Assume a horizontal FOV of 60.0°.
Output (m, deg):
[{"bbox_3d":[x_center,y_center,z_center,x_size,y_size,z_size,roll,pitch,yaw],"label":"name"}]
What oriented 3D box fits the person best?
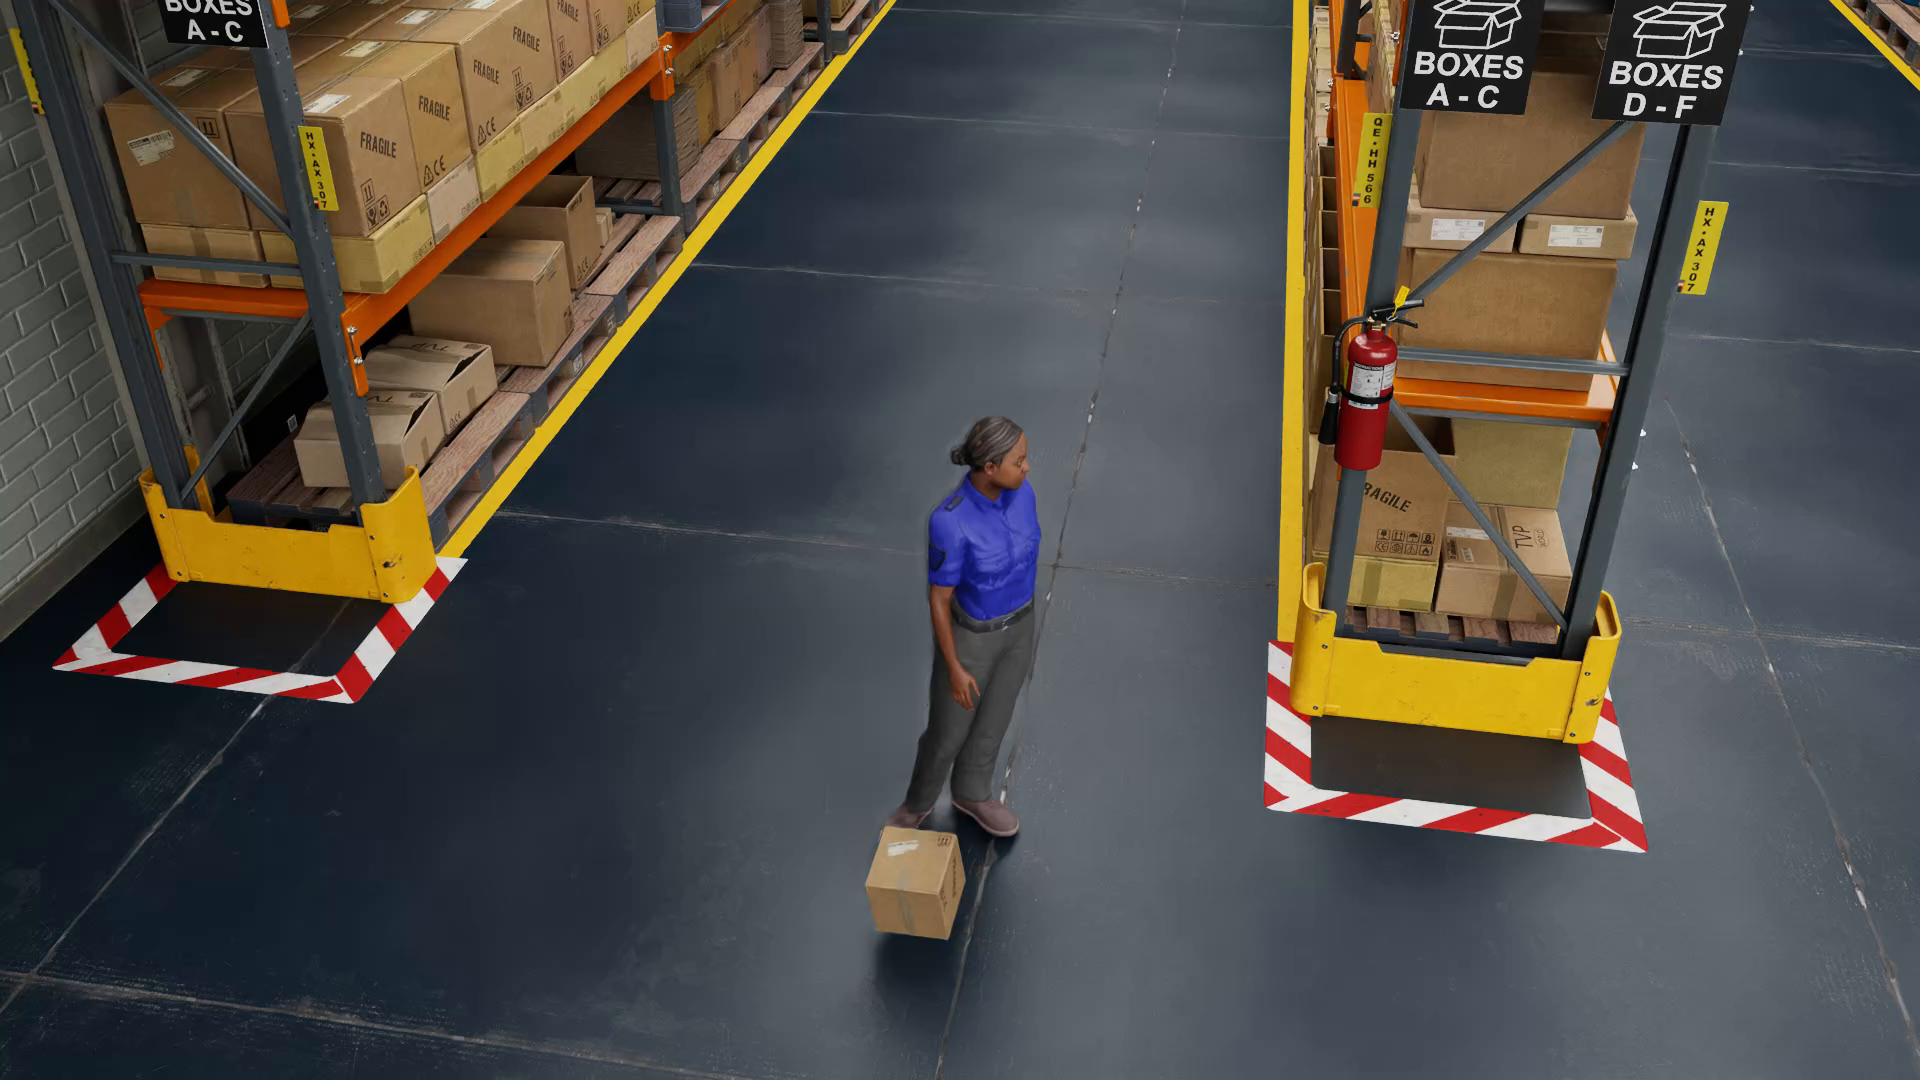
[{"bbox_3d":[0.016,0.341,5.584,0.613,1.663,0.402,-25,40,-34],"label":"person"}]
